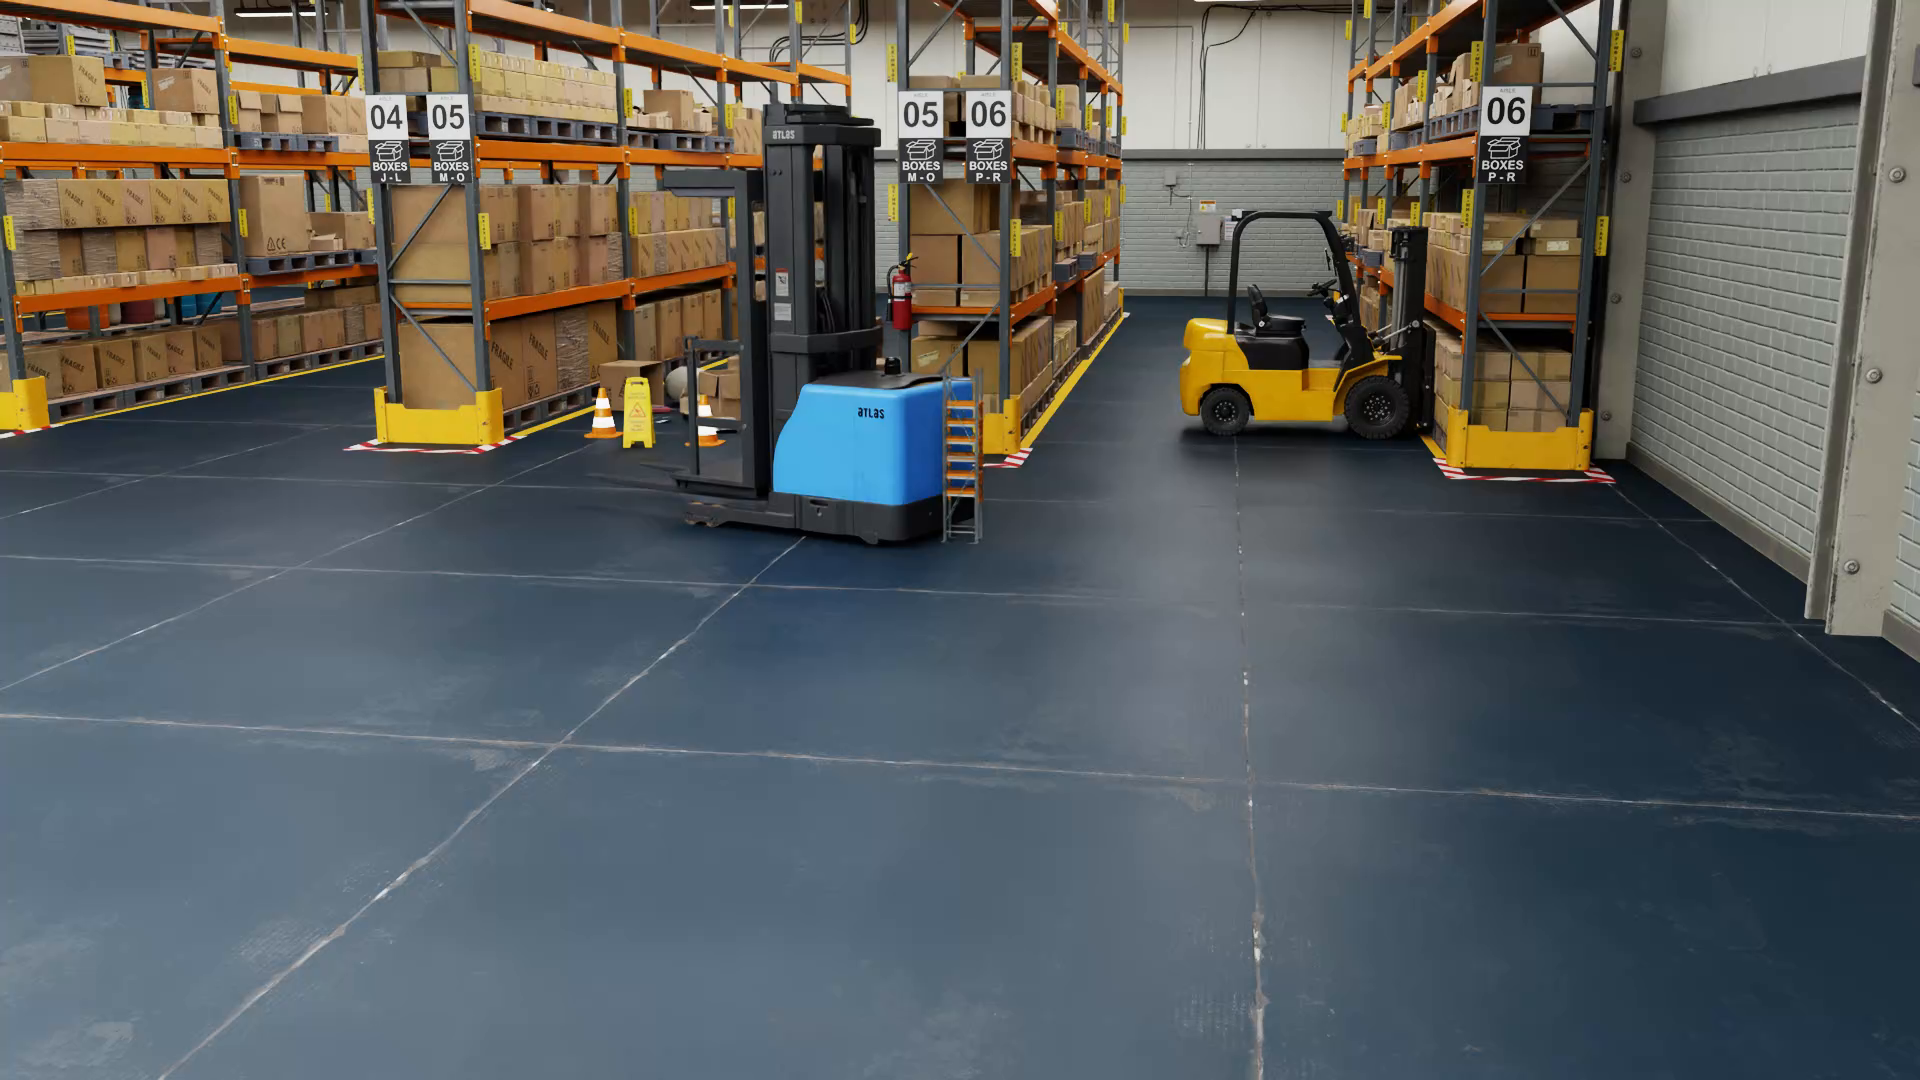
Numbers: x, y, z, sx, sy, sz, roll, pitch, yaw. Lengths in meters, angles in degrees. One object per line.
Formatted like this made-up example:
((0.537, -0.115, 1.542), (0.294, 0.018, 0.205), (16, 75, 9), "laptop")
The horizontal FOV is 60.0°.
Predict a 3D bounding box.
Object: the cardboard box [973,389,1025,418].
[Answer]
((0.350, -1.300, 15.936), (0.500, 0.250, 0.500), (2, 12, 8), "cardboard box")

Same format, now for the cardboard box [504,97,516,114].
((-4.507, -4.183, 16.026), (0.380, 0.149, 0.250), (2, 12, 9), "cardboard box")

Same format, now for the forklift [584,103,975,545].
((-1.420, -1.609, 12.001), (3.031, 2.935, 1.130), (7, 14, 31), "forklift")

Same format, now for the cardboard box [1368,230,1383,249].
((5.930, -4.147, 22.977), (0.500, 0.250, 0.500), (1, 12, 6), "cardboard box")

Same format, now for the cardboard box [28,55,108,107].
((-9.344, -4.806, 17.425), (0.500, 0.500, 0.500), (2, 12, 8), "cardboard box")

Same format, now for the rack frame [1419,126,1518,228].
((5.473, -2.953, 18.074), (1.000, 3.000, 0.127), (2, 12, 9), "rack frame")

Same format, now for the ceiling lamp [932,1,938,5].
((0.430, -12.034, 32.117), (2.000, 3.185, 0.800), (2, 12, 9), "ceiling lamp")

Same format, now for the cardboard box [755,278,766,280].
((-3.133, -3.887, 25.566), (0.500, 0.250, 0.500), (1, 12, 6), "cardboard box")

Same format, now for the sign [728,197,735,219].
((-3.175, -4.633, 23.124), (0.100, 0.325, 0.005), (2, 12, 9), "sign")

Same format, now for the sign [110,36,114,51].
((-16.622, -9.698, 32.540), (0.100, 0.325, 0.005), (2, 12, 9), "sign")

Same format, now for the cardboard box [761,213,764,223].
((-3.179, -4.929, 25.434), (0.380, 0.149, 0.250), (1, 12, 6), "cardboard box")

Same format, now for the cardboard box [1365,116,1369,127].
((6.159, -6.149, 24.443), (0.380, 0.149, 0.250), (2, 12, 8), "cardboard box")

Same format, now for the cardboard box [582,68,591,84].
((-4.197, -4.996, 17.905), (0.380, 0.149, 0.250), (2, 12, 10), "cardboard box")

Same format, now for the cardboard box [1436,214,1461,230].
((4.995, -3.191, 16.698), (0.380, 0.149, 0.250), (2, 12, 8), "cardboard box")

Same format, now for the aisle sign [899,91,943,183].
((-0.344, -3.547, 14.662), (0.394, 0.787, 0.004), (2, 12, 9), "aisle sign")

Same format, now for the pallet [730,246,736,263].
((-3.719, -4.143, 24.051), (1.213, 0.211, 1.003), (2, 12, 9), "pallet")

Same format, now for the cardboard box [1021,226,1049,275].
((0.673, -3.099, 17.809), (0.500, 0.500, 0.500), (2, 12, 11), "cardboard box")

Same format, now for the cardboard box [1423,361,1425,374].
((4.851, -1.653, 16.387), (0.500, 0.250, 0.500), (2, 12, 8), "cardboard box")

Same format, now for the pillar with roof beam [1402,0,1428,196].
((4.370, -9.055, 32.149), (9.100, 9.000, 0.400), (2, 12, 9), "pillar with roof beam")

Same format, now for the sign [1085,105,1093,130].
((1.719, -5.646, 22.226), (0.100, 0.325, 0.005), (2, 12, 9), "sign")

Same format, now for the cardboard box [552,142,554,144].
((-7.625, -7.249, 29.419), (0.700, 0.500, 0.500), (2, 12, 11), "cardboard box")

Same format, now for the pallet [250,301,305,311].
((-12.628, -4.305, 30.970), (1.003, 0.211, 1.213), (2, 12, 9), "pallet")

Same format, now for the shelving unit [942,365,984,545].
((0.021, -0.580, 11.335), (0.258, 1.200, 0.189), (2, 12, 10), "shelving unit")

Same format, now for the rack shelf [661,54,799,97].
((-3.416, -6.886, 24.744), (1.077, 0.370, 4.000), (2, 12, 9), "rack shelf")

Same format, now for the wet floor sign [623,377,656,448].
((-3.002, -1.198, 15.521), (0.267, 0.644, 0.232), (0, 12, -1), "wet floor sign")

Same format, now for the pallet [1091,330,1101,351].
((1.569, -2.997, 24.899), (1.003, 0.211, 1.213), (2, 12, 9), "pallet")

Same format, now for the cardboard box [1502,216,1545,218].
((5.387, -3.015, 15.882), (0.380, 0.149, 0.250), (2, 12, 9), "cardboard box")

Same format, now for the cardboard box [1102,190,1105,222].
((1.977, -5.214, 25.958), (0.500, 0.500, 0.500), (2, 12, 10), "cardboard box")

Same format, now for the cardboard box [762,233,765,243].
((-3.171, -4.639, 25.500), (0.380, 0.149, 0.250), (2, 12, 11), "cardboard box")

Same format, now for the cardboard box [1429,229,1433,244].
((5.002, -3.103, 16.993), (0.380, 0.149, 0.250), (2, 12, 10), "cardboard box")

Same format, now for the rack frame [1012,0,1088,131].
((1.183, -6.878, 22.048), (1.000, 3.000, 0.127), (2, 12, 9), "rack frame")

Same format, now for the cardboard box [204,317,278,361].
((-9.109, -2.554, 21.113), (0.700, 0.500, 0.500), (1, 12, 4), "cardboard box")

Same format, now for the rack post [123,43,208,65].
((-13.049, -7.981, 27.345), (0.937, 0.300, 0.954), (2, 12, 8), "rack post")

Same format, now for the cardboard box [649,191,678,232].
((-4.034, -4.211, 21.300), (0.700, 0.500, 0.500), (2, 12, 8), "cardboard box")

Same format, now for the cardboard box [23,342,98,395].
((-9.669, -1.839, 17.845), (0.500, 0.500, 0.500), (5, 13, 23), "cardboard box")

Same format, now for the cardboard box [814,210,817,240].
((-2.714, -5.310, 28.068), (0.500, 0.500, 0.500), (2, 12, 9), "cardboard box")

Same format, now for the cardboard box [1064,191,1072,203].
((1.210, -4.312, 20.903), (0.380, 0.149, 0.250), (1, 12, 6), "cardboard box")

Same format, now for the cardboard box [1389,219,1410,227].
((5.708, -4.039, 21.337), (0.380, 0.149, 0.250), (2, 12, 10), "cardboard box")

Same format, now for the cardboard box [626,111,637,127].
((-3.999, -5.024, 19.652), (0.258, 0.266, 0.396), (2, 12, 8), "cardboard box")

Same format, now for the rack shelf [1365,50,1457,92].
((6.396, -6.587, 23.355), (1.077, 0.370, 4.000), (2, 12, 9), "rack shelf")

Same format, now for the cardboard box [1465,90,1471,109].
((4.685, -3.900, 14.711), (0.380, 0.149, 0.250), (2, 12, 7), "cardboard box")

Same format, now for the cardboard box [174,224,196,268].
((-9.466, -3.433, 19.361), (0.875, 0.500, 0.500), (2, 12, 9), "cardboard box")

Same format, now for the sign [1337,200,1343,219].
((6.782, -5.891, 29.655), (0.100, 0.325, 0.005), (2, 12, 9), "sign")

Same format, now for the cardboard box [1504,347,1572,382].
((5.119, -1.564, 14.786), (0.500, 0.250, 0.500), (2, 12, 8), "cardboard box")

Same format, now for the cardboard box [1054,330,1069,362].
((0.858, -2.437, 20.923), (0.950, 0.372, 0.625), (2, 12, 11), "cardboard box")

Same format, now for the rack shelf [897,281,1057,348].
((0.260, -2.345, 16.960), (1.077, 0.370, 4.000), (2, 12, 9), "rack shelf")

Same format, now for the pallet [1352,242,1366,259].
((6.472, -4.361, 25.066), (1.003, 0.211, 1.213), (2, 12, 9), "pallet")

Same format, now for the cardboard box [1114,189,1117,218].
((2.444, -5.828, 28.803), (0.500, 0.500, 0.500), (2, 12, 8), "cardboard box")

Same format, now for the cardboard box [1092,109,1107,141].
((2.096, -6.663, 26.699), (0.500, 0.500, 0.500), (2, 12, 10), "cardboard box")

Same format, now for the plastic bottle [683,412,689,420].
((-2.833, -1.304, 17.400), (0.133, 0.061, 0.283), (-2, 12, -11), "plastic bottle")

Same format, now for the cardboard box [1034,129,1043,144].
((0.648, -4.167, 17.184), (0.380, 0.149, 0.250), (2, 12, 10), "cardboard box")

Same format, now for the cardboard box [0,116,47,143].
((-9.510, -4.086, 16.569), (0.500, 0.250, 0.500), (2, 12, 10), "cardboard box")

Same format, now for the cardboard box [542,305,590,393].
((-4.640, -2.102, 18.174), (0.875, 0.875, 0.875), (2, 12, 9), "cardboard box")
